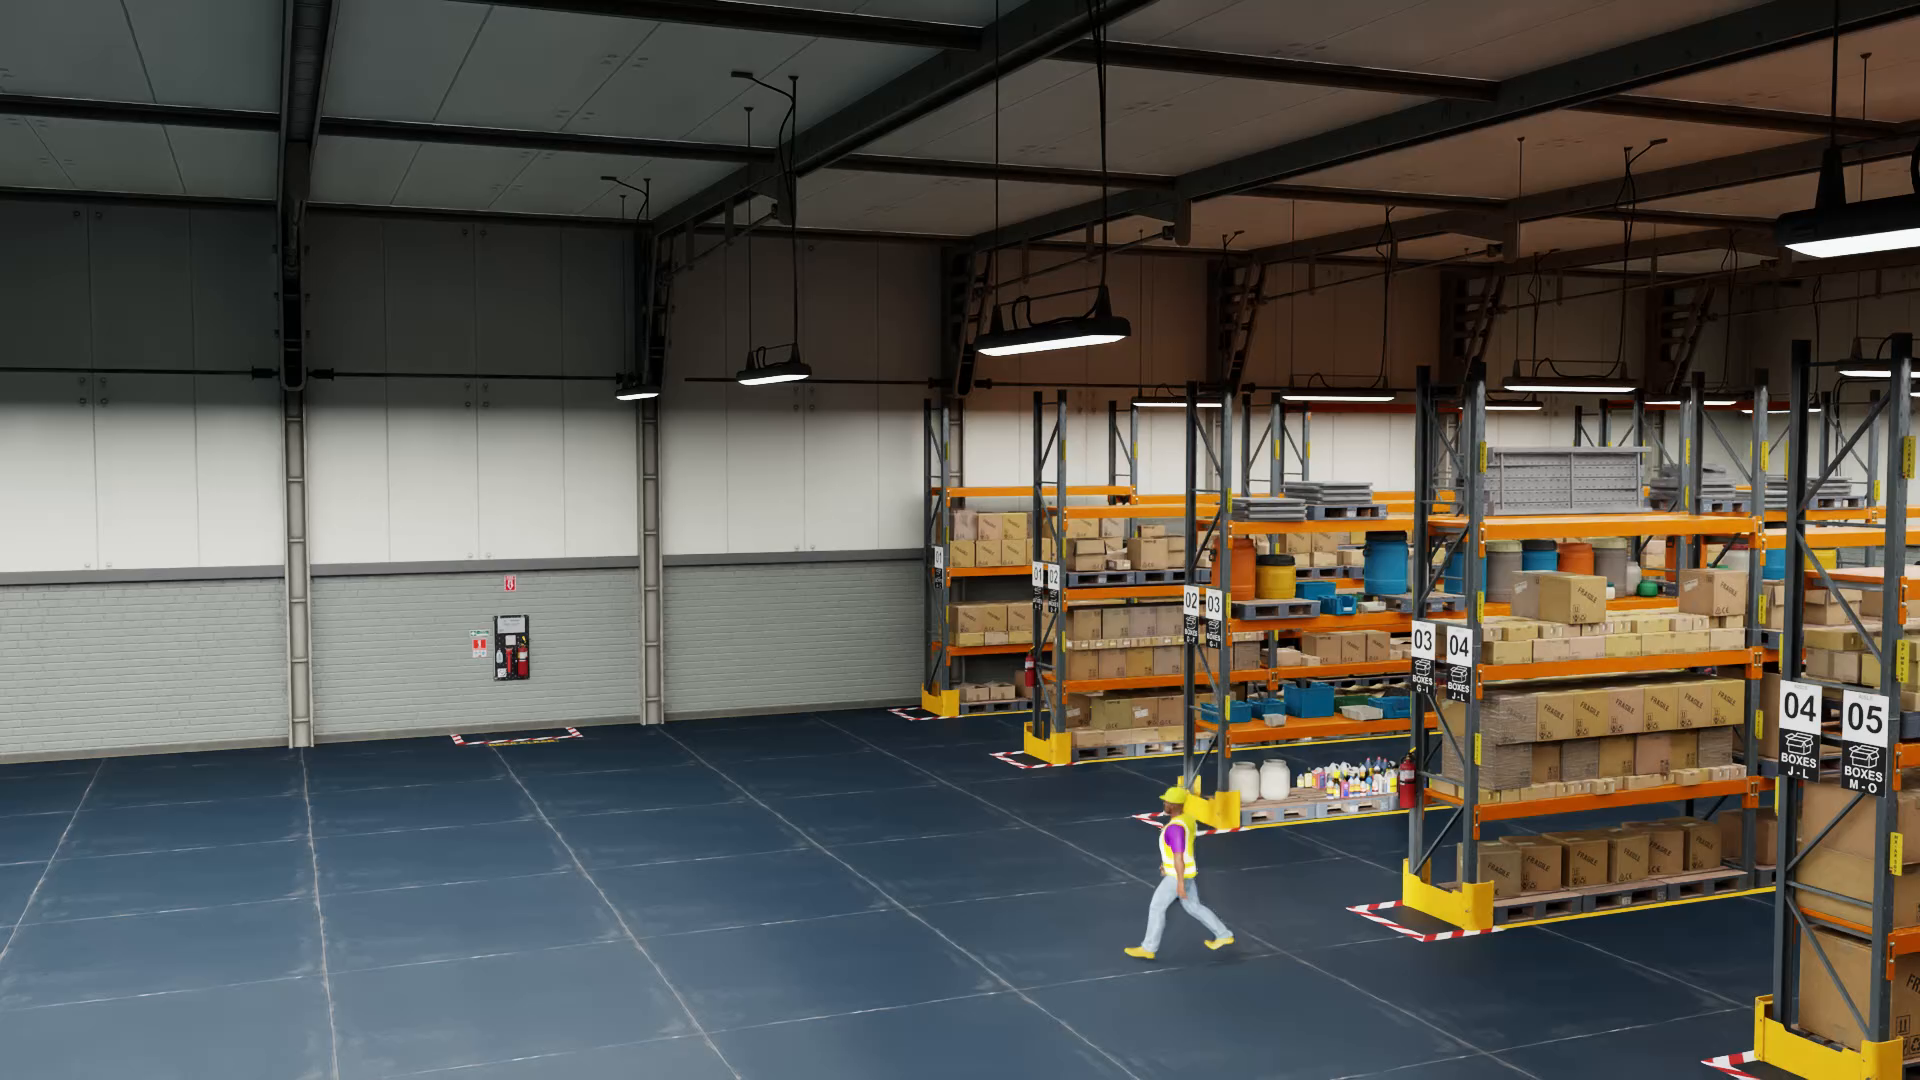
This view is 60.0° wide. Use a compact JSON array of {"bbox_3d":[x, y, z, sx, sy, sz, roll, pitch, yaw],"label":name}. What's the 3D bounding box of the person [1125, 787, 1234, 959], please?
[{"bbox_3d":[2.200,3.316,16.623,1.095,1.716,0.649,0,3,7],"label":"person"}]
